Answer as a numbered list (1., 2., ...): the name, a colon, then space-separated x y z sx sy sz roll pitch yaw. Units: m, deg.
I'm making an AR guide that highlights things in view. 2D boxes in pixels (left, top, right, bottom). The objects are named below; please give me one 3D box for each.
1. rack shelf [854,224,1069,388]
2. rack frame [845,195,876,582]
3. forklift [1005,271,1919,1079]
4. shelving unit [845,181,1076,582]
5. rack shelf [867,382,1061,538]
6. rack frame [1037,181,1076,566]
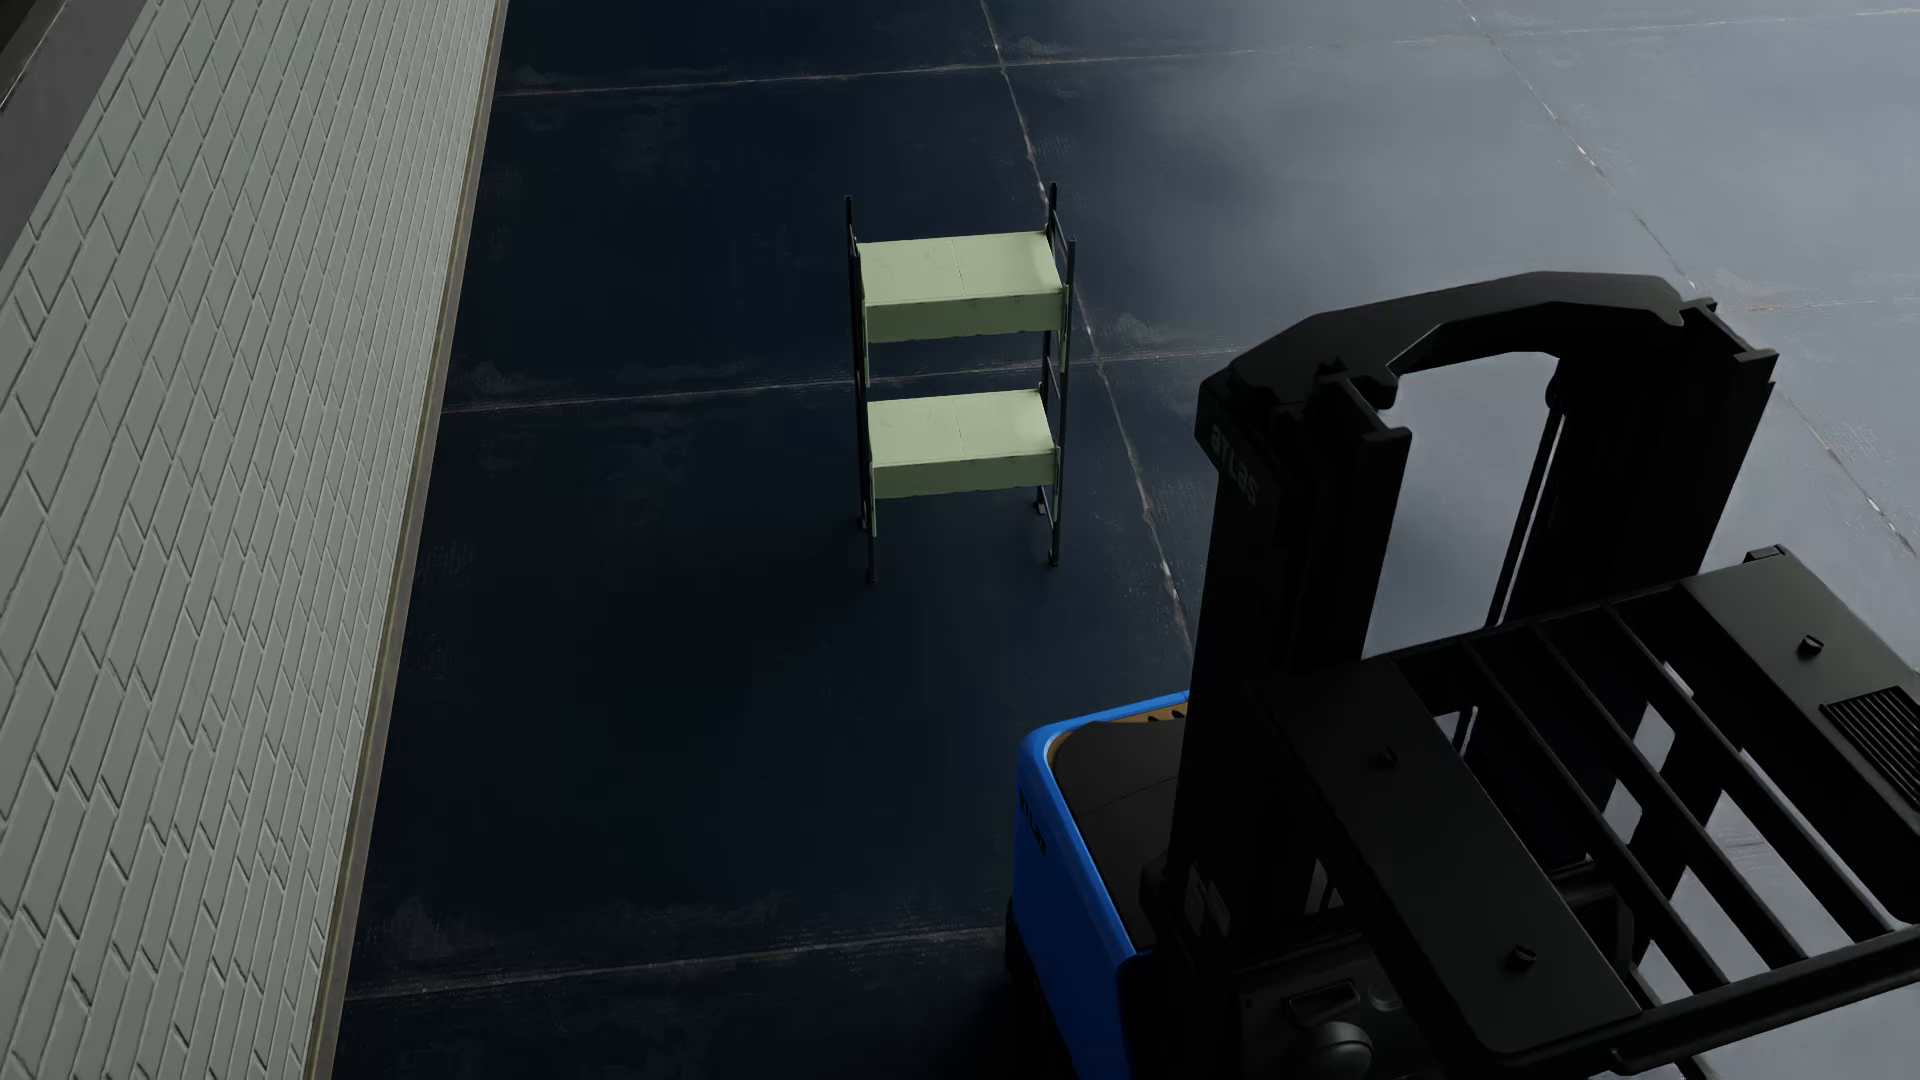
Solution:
1. rack shelf: -0.007 -0.846 5.986 0.720 0.370 0.431 -5 42 -6
2. rack frame: -0.370 -0.525 6.212 0.023 1.500 0.400 -5 42 -6
3. forklift: 1.081 1.075 3.370 1.130 2.935 3.031 -12 43 -13
4. shelving unit: -0.007 -0.556 6.247 0.755 1.500 0.431 -5 42 -6
5. rack shelf: -0.007 -0.314 6.465 0.720 0.370 0.431 -5 42 -6
6. rack frame: 0.356 -0.588 6.282 0.023 1.500 0.400 -5 42 -6
